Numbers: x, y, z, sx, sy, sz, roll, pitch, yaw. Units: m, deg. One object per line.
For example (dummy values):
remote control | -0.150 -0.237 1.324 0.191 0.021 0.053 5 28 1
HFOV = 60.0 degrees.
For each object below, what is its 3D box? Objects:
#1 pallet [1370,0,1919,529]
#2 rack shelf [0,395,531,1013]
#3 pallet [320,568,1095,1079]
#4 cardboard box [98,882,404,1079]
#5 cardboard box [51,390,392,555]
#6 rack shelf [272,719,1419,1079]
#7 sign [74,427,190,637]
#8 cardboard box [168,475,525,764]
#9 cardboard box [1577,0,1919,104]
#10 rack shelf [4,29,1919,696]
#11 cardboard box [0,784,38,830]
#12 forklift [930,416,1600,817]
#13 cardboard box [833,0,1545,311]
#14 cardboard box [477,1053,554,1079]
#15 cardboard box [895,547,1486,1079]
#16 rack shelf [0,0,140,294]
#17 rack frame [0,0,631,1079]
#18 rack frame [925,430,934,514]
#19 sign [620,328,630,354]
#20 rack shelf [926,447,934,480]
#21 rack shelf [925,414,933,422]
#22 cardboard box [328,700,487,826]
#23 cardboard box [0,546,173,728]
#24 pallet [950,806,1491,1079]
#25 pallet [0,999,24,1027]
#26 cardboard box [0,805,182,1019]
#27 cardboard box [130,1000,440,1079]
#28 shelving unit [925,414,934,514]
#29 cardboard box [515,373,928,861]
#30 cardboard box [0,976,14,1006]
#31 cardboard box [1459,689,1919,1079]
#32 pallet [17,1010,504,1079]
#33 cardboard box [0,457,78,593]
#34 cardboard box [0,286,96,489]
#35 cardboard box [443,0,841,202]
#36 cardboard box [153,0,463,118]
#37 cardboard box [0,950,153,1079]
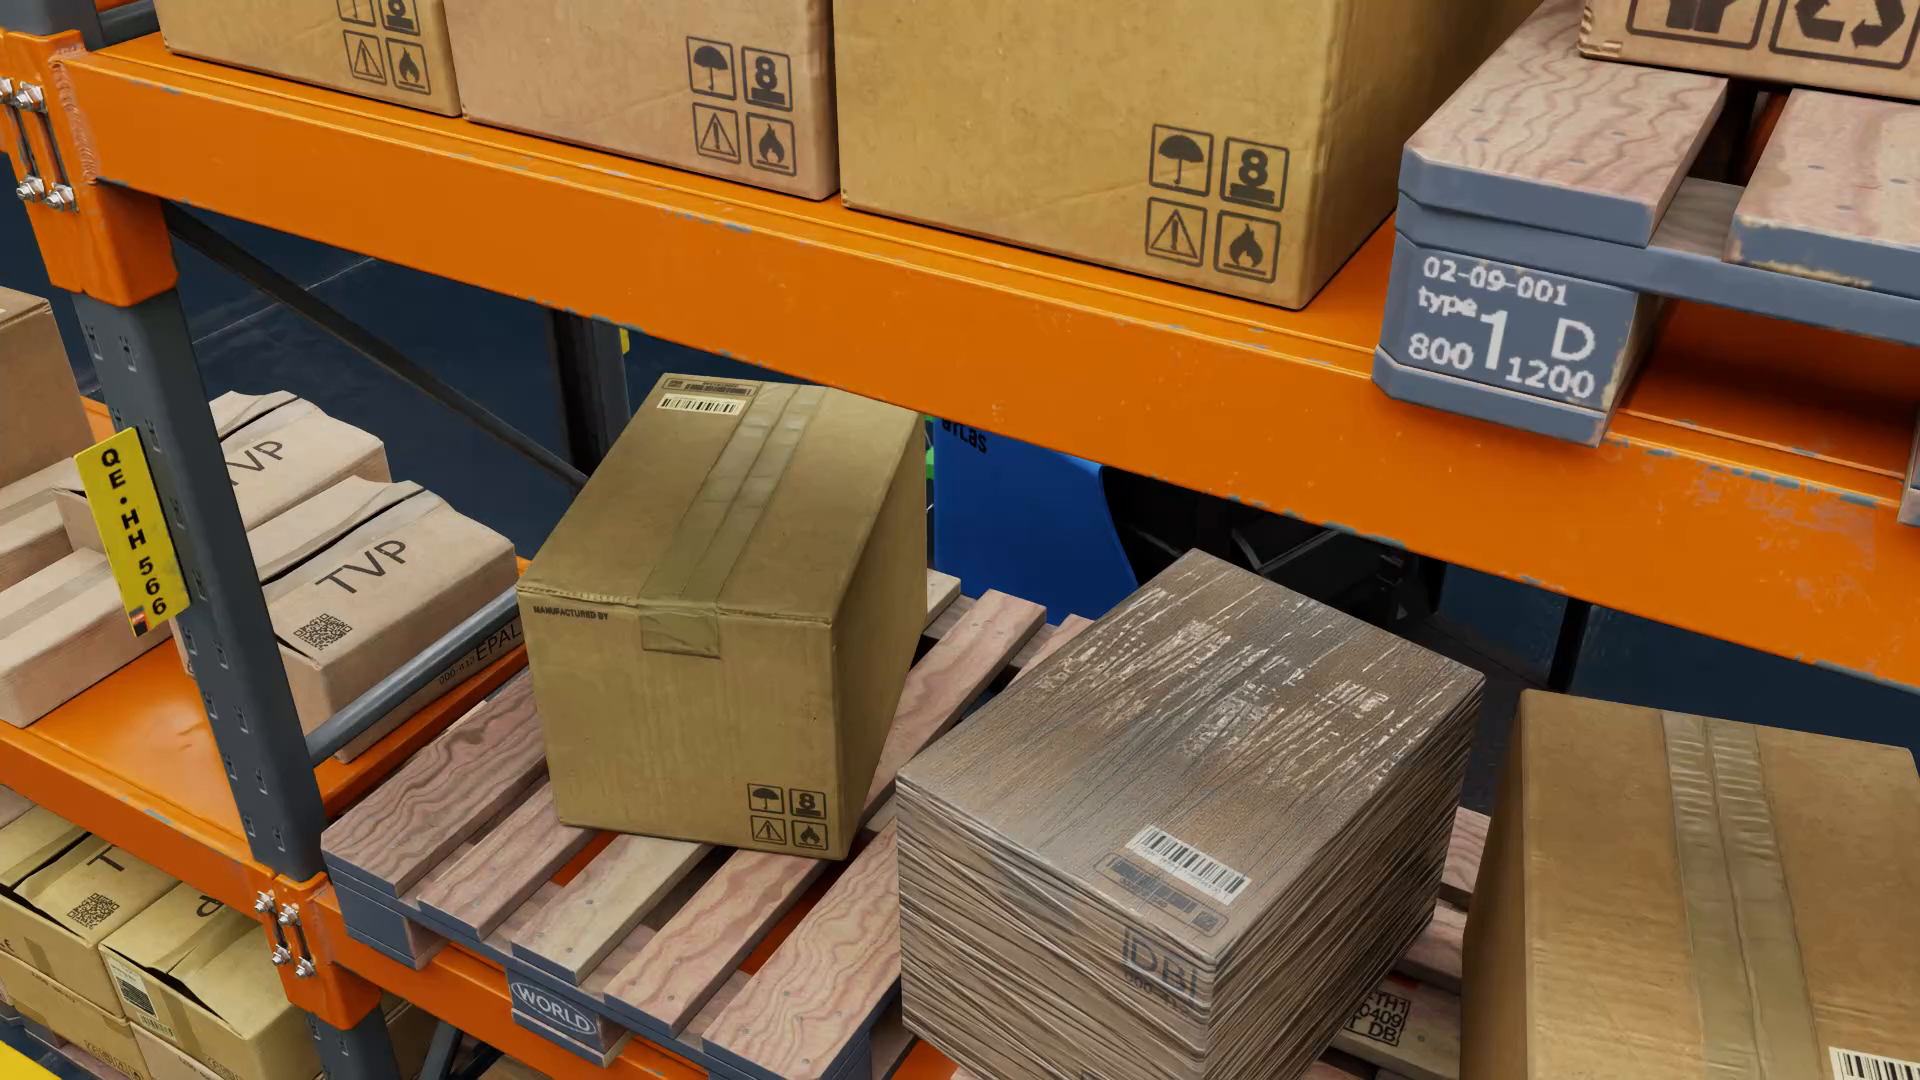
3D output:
pallet | 1.066 -0.361 1.550 1.003 0.211 1.213 18 37 24
rack shelf | -2.710 -0.045 4.260 4.000 0.370 1.077 18 37 24
pallet | -0.350 0.438 3.059 1.003 0.211 1.213 18 37 24
cardboard box | -1.551 0.916 3.763 0.500 0.311 0.500 19 38 26
cardboard box | -1.654 -0.096 3.769 0.500 0.311 0.500 17 37 24
rack shelf | 0.763 1.055 2.608 4.000 0.370 1.077 18 37 24
sign | -1.246 -0.008 2.511 0.005 0.325 0.100 18 37 24
cardboard box | -1.268 0.122 3.441 0.500 0.311 0.500 20 39 27
cardboard box | 0.939 -0.740 1.390 0.600 0.600 0.600 16 37 23
rack shelf | 0.763 -0.193 1.777 4.000 0.370 1.077 18 37 24
cardboard box | -2.442 0.637 4.184 0.500 0.311 0.500 17 37 24
forklift | 1.229 -0.419 4.234 1.130 2.935 3.031 -25 41 -32
cardboard box | 0.316 -0.697 1.794 0.500 0.500 0.910 18 37 24
cardboard box | -0.720 1.326 3.411 0.500 0.500 0.500 19 38 26
cardboard box | 0.328 0.452 2.396 0.500 0.500 0.700 25 41 33
rack shelf | -2.710 -1.293 3.429 4.000 0.370 1.077 18 37 24
rack frame | -0.974 0.206 3.235 0.127 3.000 1.000 18 37 24
rack frame | -0.109 -0.552 5.997 0.015 1.200 0.240 18 38 25
sign | -0.713 -0.507 3.332 0.005 0.325 0.100 18 37 24
rack shelf | 0.102 -0.231 6.063 0.480 0.148 0.258 18 38 25
rack shelf | 0.102 -0.431 5.930 0.480 0.148 0.258 18 38 25
cardboard box | -1.283 0.657 4.154 0.500 0.311 0.500 19 38 26
cardboard box | -1.892 0.196 3.476 0.250 0.149 0.380 18 37 24
pallet | 0.717 0.818 2.488 1.213 0.211 1.003 18 37 24
pallet | -2.724 0.785 4.880 1.213 0.211 1.003 18 37 24
cardboard box | -2.005 0.777 3.973 0.500 0.311 0.500 17 37 24
cardboard box | -1.552 1.148 3.921 0.500 0.250 0.500 19 38 25
shelving unit | 0.102 -0.484 5.894 0.503 1.200 0.258 18 38 25
cardboard box | -0.371 0.108 2.912 0.500 0.500 0.700 6 34 9
cardboard box | -2.436 0.868 4.342 0.500 0.250 0.500 18 38 25
cardboard box | 0.935 0.633 2.124 0.500 0.500 0.700 8 35 12
pallet | -1.669 1.121 4.376 1.213 0.211 1.003 18 37 24
cardboard box | -2.109 -0.013 3.790 0.250 0.149 0.380 21 39 28
cardboard box | -2.439 -0.289 3.888 0.500 0.500 0.500 16 37 22
cardboard box | -0.135 -0.840 2.009 0.500 0.500 0.910 18 37 24
cardboard box | -0.578 -0.981 2.220 0.500 0.500 0.910 18 37 24
cardboard box | -2.001 1.008 4.132 0.500 0.250 0.500 17 37 24
